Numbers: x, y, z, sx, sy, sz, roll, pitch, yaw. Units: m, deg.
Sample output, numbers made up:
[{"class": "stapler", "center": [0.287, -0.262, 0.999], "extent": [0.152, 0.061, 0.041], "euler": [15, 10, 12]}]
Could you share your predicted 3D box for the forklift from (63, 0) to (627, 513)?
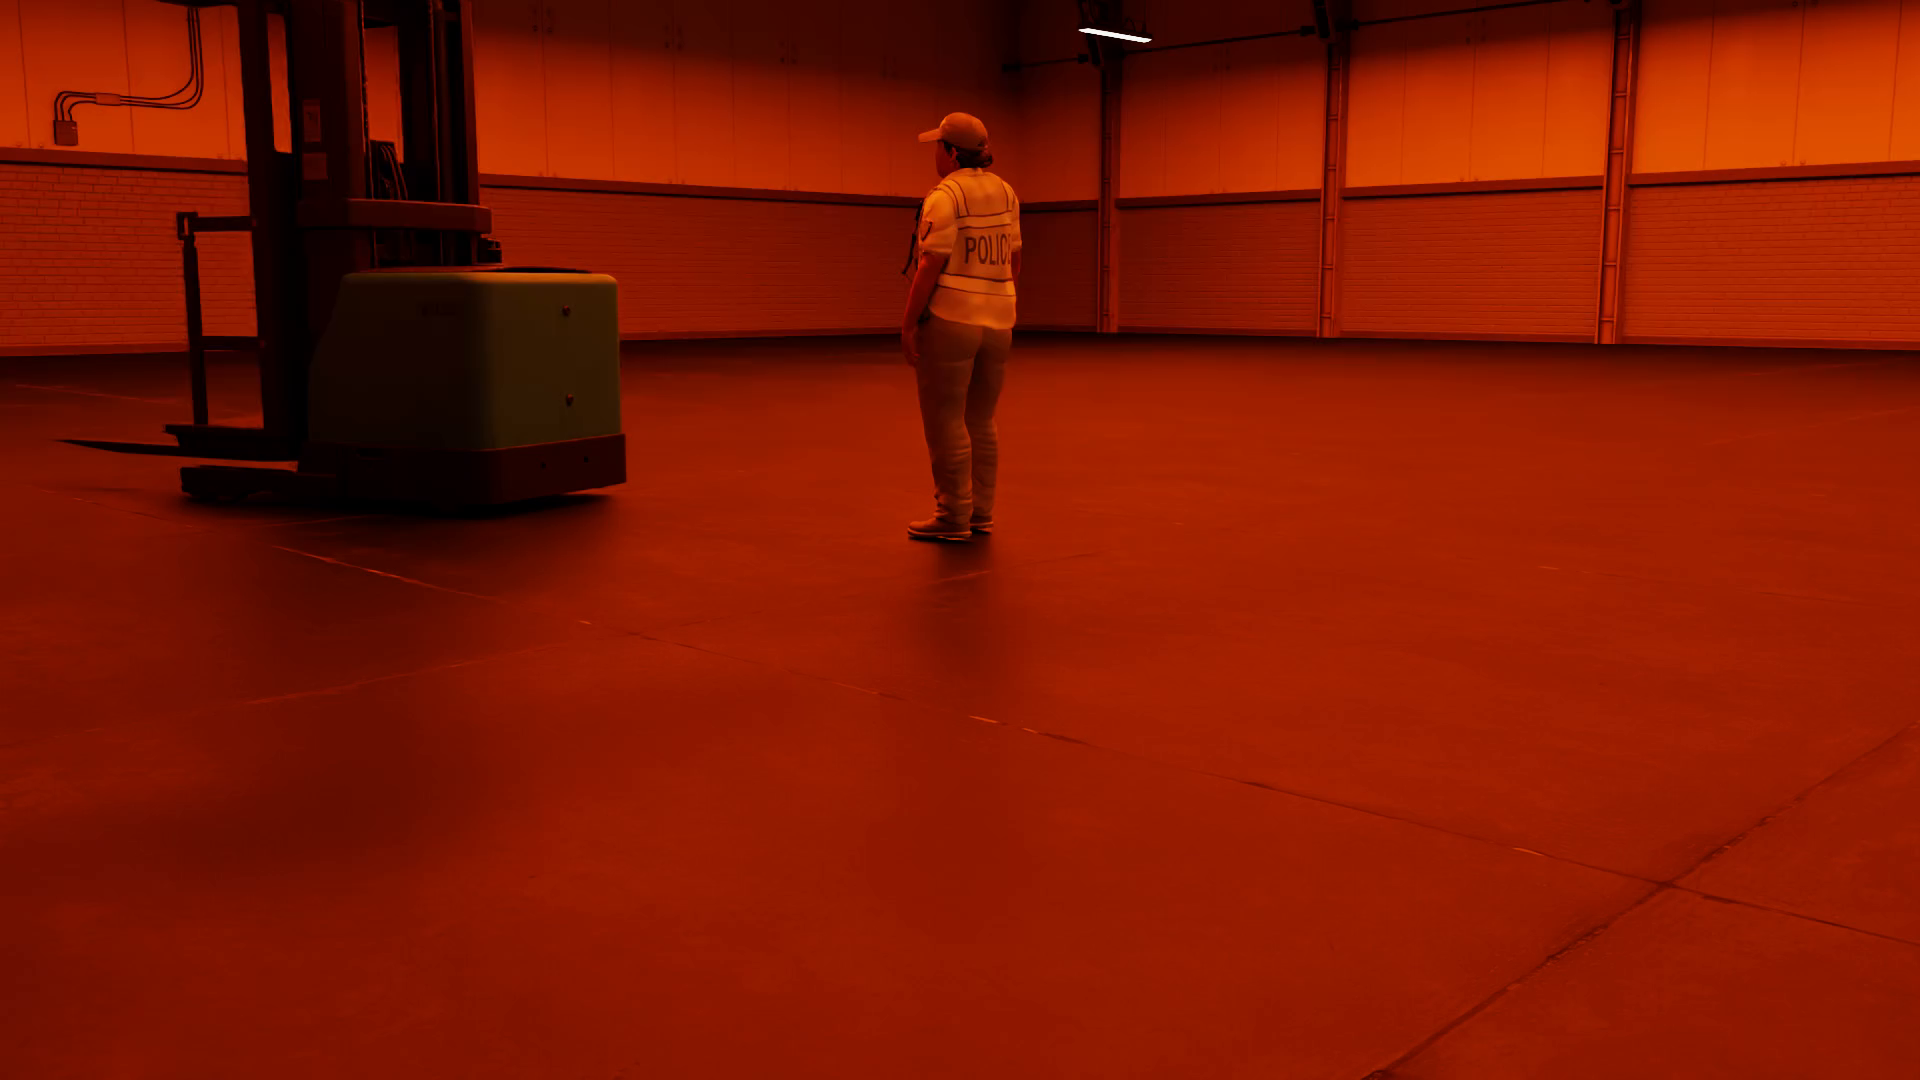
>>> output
[{"class": "forklift", "center": [-3.178, -1.694, 8.126], "extent": [3.031, 2.935, 1.130], "euler": [4, 10, 26]}]

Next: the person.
[{"class": "person", "center": [-0.039, -0.843, 6.661], "extent": [0.529, 1.670, 0.598], "euler": [8, 12, 43]}]
